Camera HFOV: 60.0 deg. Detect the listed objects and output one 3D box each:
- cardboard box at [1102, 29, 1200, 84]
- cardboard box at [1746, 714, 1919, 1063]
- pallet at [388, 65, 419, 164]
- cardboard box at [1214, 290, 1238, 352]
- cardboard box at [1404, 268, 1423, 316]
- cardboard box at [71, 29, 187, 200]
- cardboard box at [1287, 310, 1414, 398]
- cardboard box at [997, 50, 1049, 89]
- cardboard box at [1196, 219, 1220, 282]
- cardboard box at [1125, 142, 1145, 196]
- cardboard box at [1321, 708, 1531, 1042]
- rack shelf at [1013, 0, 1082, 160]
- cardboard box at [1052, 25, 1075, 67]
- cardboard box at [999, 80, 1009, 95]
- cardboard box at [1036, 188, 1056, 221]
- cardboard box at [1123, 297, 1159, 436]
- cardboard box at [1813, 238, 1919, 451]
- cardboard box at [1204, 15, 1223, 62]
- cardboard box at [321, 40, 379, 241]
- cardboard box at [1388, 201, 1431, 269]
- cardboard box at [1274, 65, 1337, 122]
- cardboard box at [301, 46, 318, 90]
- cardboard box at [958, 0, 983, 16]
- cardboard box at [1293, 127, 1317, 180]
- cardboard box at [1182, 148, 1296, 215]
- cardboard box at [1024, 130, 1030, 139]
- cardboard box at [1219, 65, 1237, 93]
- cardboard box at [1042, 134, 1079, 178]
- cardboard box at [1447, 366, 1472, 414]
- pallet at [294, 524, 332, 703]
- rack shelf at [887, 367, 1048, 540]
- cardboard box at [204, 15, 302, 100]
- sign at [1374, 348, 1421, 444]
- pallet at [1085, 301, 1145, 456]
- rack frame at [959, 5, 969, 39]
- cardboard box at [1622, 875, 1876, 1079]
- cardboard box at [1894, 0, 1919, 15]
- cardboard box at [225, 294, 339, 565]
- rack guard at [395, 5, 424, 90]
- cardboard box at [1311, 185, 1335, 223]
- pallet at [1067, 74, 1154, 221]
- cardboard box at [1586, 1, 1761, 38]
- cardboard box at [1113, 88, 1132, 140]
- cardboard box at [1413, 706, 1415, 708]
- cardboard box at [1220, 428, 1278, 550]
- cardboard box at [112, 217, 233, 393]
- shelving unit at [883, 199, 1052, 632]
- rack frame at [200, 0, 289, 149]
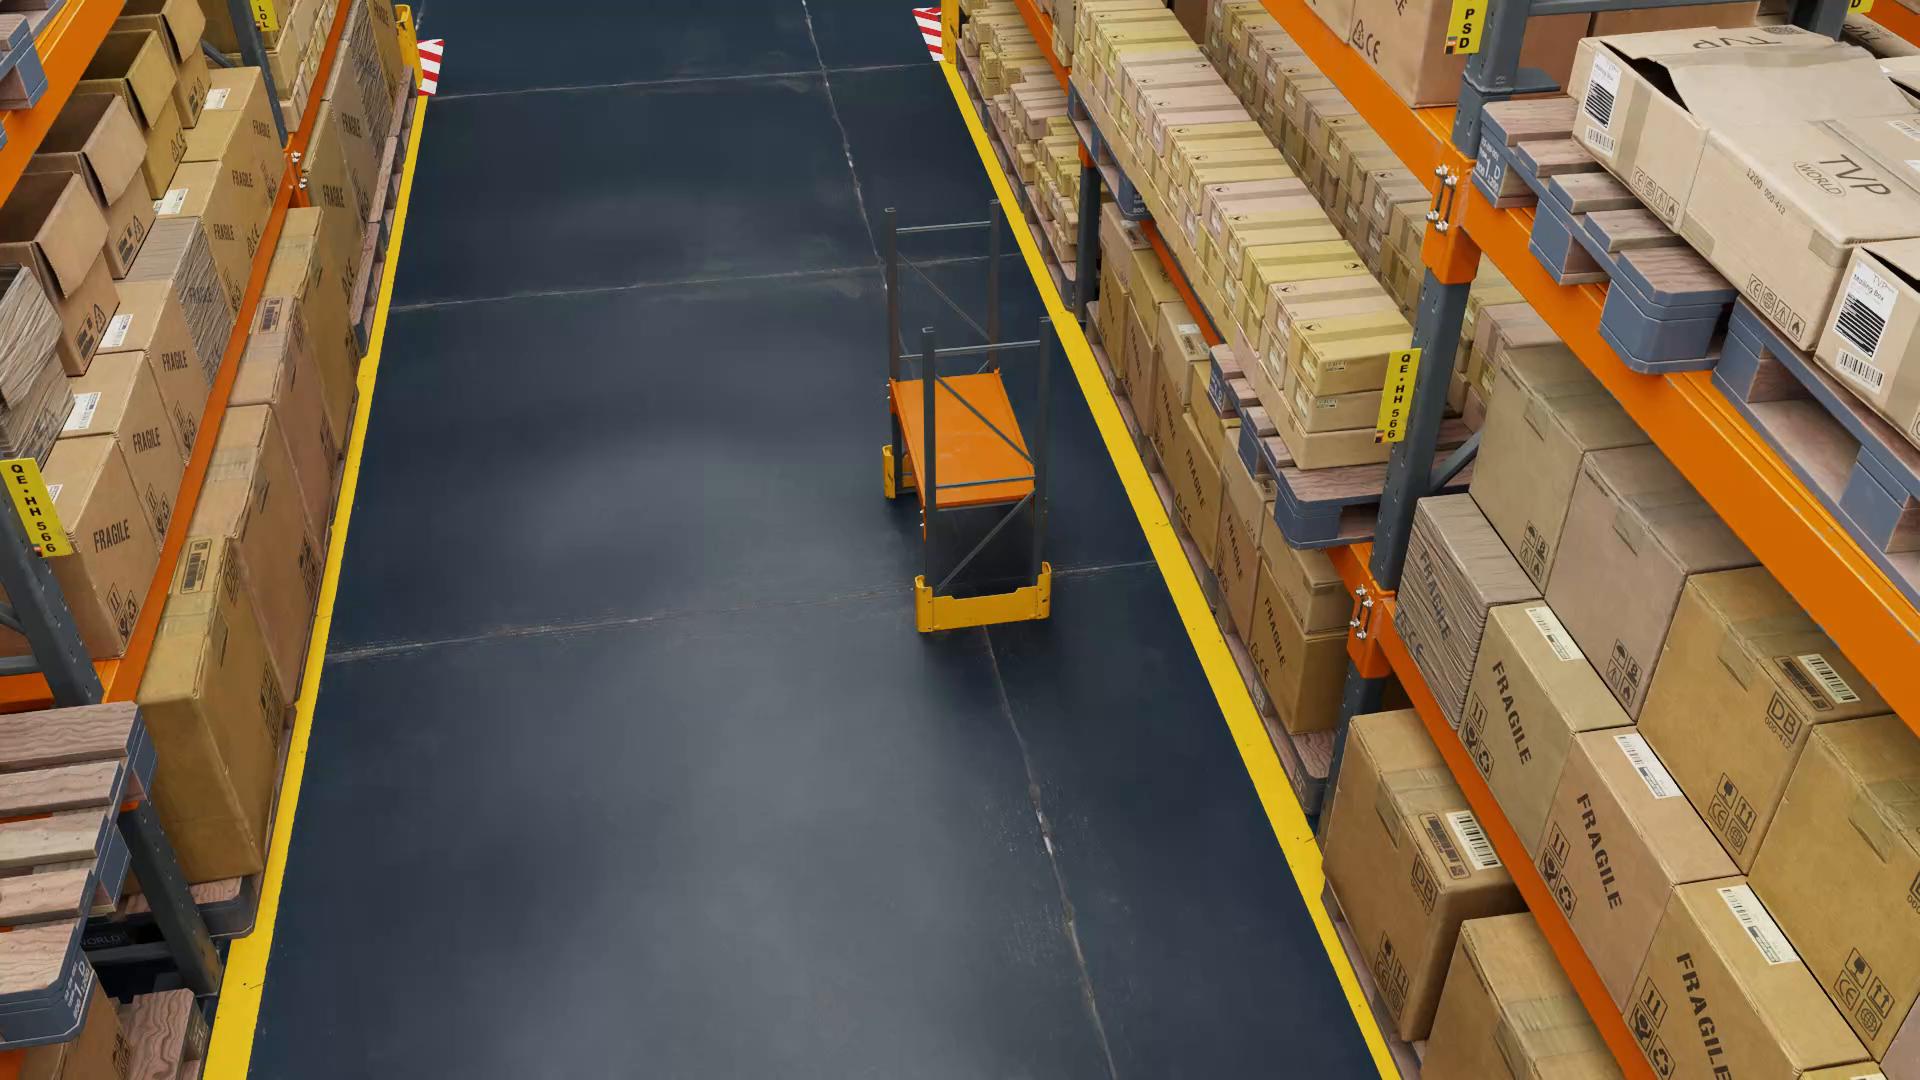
[{"bbox_3d":[0.857,-2.174,7.481,0.380,0.149,0.250,-6,38,-8],"label":"cardboard box"},{"bbox_3d":[2.186,0.694,3.515,0.700,0.500,0.500,-7,38,-8],"label":"cardboard box"},{"bbox_3d":[-4.241,-2.851,11.248,1.003,0.211,1.213,-6,38,-8],"label":"pallet"},{"bbox_3d":[1.179,-0.839,6.247,0.380,0.149,0.250,-7,38,-9],"label":"cardboard box"},{"bbox_3d":[1.858,-0.889,6.070,0.380,0.149,0.250,-7,38,-9],"label":"cardboard box"},{"bbox_3d":[-3.528,-1.646,6.524,0.797,0.503,0.637,-6,38,-7],"label":"cardboard box"},{"bbox_3d":[1.308,-0.615,5.475,0.380,0.149,0.250,-8,38,-10],"label":"cardboard box"},{"bbox_3d":[0.450,-3.028,10.699,0.380,0.149,0.250,-6,38,-7],"label":"cardboard box"},{"bbox_3d":[1.128,-1.122,6.369,0.380,0.149,0.250,-6,38,-8],"label":"cardboard box"},{"bbox_3d":[0.942,-1.639,7.277,0.380,0.149,0.250,-8,39,-10],"label":"cardboard box"},{"bbox_3d":[1.863,1.033,5.467,1.050,0.750,0.750,-7,38,-9],"label":"cardboard box"},{"bbox_3d":[0.793,-3.407,10.277,1.077,0.370,4.000,-6,38,-8],"label":"rack shelf"},{"bbox_3d":[0.711,-2.675,8.953,0.380,0.149,0.250,-7,38,-9],"label":"cardboard box"},{"bbox_3d":[0.471,-2.980,11.122,0.380,0.149,0.250,-6,38,-8],"label":"cardboard box"},{"bbox_3d":[0.666,-2.042,9.915,0.380,0.149,0.250,-7,38,-9],"label":"cardboard box"},{"bbox_3d":[1.107,-0.868,8.117,0.500,0.500,0.500,-5,38,-6],"label":"cardboard box"},{"bbox_3d":[1.933,-0.348,2.957,0.500,0.311,0.500,-7,38,-9],"label":"cardboard box"},{"bbox_3d":[1.408,-2.448,8.076,0.380,0.149,0.250,-5,38,-7],"label":"cardboard box"},{"bbox_3d":[-3.952,-2.288,9.640,0.875,0.875,0.875,-6,38,-8],"label":"cardboard box"},{"bbox_3d":[1.820,-1.139,6.149,0.380,0.149,0.250,-8,39,-10],"label":"cardboard box"},{"bbox_3d":[1.584,-1.937,7.176,0.380,0.149,0.250,-7,38,-9],"label":"cardboard box"},{"bbox_3d":[-3.574,-2.444,8.655,0.380,0.149,0.250,-5,38,-6],"label":"cardboard box"},{"bbox_3d":[0.200,-3.821,11.720,0.380,0.149,0.250,-8,39,-10],"label":"cardboard box"},{"bbox_3d":[1.643,-1.652,7.052,0.380,0.149,0.250,-6,38,-8],"label":"cardboard box"},{"bbox_3d":[1.083,-1.397,6.480,0.380,0.149,0.250,-4,38,-6],"label":"cardboard box"},{"bbox_3d":[0.613,-2.597,10.386,0.380,0.149,0.250,-8,39,-10],"label":"cardboard box"},{"bbox_3d":[1.455,-2.174,7.966,0.380,0.149,0.250,-6,38,-8],"label":"cardboard box"},{"bbox_3d":[0.691,-2.245,9.691,0.380,0.149,0.250,-7,38,-8],"label":"cardboard box"},{"bbox_3d":[1.918,-0.588,5.924,0.380,0.149,0.250,-4,38,-6],"label":"cardboard box"},{"bbox_3d":[-3.330,0.287,7.209,1.003,0.211,1.213,-6,38,-8],"label":"pallet"},{"bbox_3d":[0.015,-0.399,7.334,0.538,0.185,1.000,-6,38,-8],"label":"rack shelf"},{"bbox_3d":[-3.582,-2.381,8.249,0.500,0.250,0.500,-7,38,-9],"label":"cardboard box"},{"bbox_3d":[1.312,-0.429,4.978,0.100,0.325,0.005,-6,38,-8],"label":"sign"},{"bbox_3d":[1.282,-0.912,8.752,1.003,0.211,1.213,-6,38,-8],"label":"pallet"},{"bbox_3d":[0.442,-4.899,11.611,1.000,3.000,0.127,-6,38,-8],"label":"rack frame"},{"bbox_3d":[1.923,1.106,3.800,0.500,0.500,0.500,-7,38,-8],"label":"cardboard box"},{"bbox_3d":[5.666,-3.369,9.560,0.500,0.500,0.500,-6,38,-8],"label":"cardboard box"},{"bbox_3d":[-3.468,-0.413,7.227,1.225,0.875,0.875,-7,38,-10],"label":"cardboard box"},{"bbox_3d":[-4.463,-3.454,11.788,1.175,0.500,0.348,-6,38,-8],"label":"rack guard"},{"bbox_3d":[1.687,-1.384,6.948,0.380,0.149,0.250,-7,38,-9],"label":"cardboard box"},{"bbox_3d":[1.135,-1.930,7.946,1.003,0.211,1.213,-6,38,-8],"label":"pallet"},{"bbox_3d":[2.007,-1.665,4.921,0.500,0.500,0.500,-6,38,-8],"label":"cardboard box"},{"bbox_3d":[0.899,-1.911,7.384,0.380,0.149,0.250,-8,39,-10],"label":"cardboard box"},{"bbox_3d":[1.972,0.300,6.615,0.500,0.500,0.500,-8,39,-10],"label":"cardboard box"},{"bbox_3d":[1.368,-0.231,6.686,0.500,0.250,0.500,-6,38,-7],"label":"cardboard box"},{"bbox_3d":[-3.145,-0.879,6.356,0.500,0.500,0.500,-6,38,-8],"label":"cardboard box"},{"bbox_3d":[0.013,-0.546,7.231,0.587,1.500,1.083,-6,38,-8],"label":"shelving unit"},{"bbox_3d":[-3.757,-2.011,7.893,1.000,3.000,0.127,-6,38,-8],"label":"rack frame"}]
